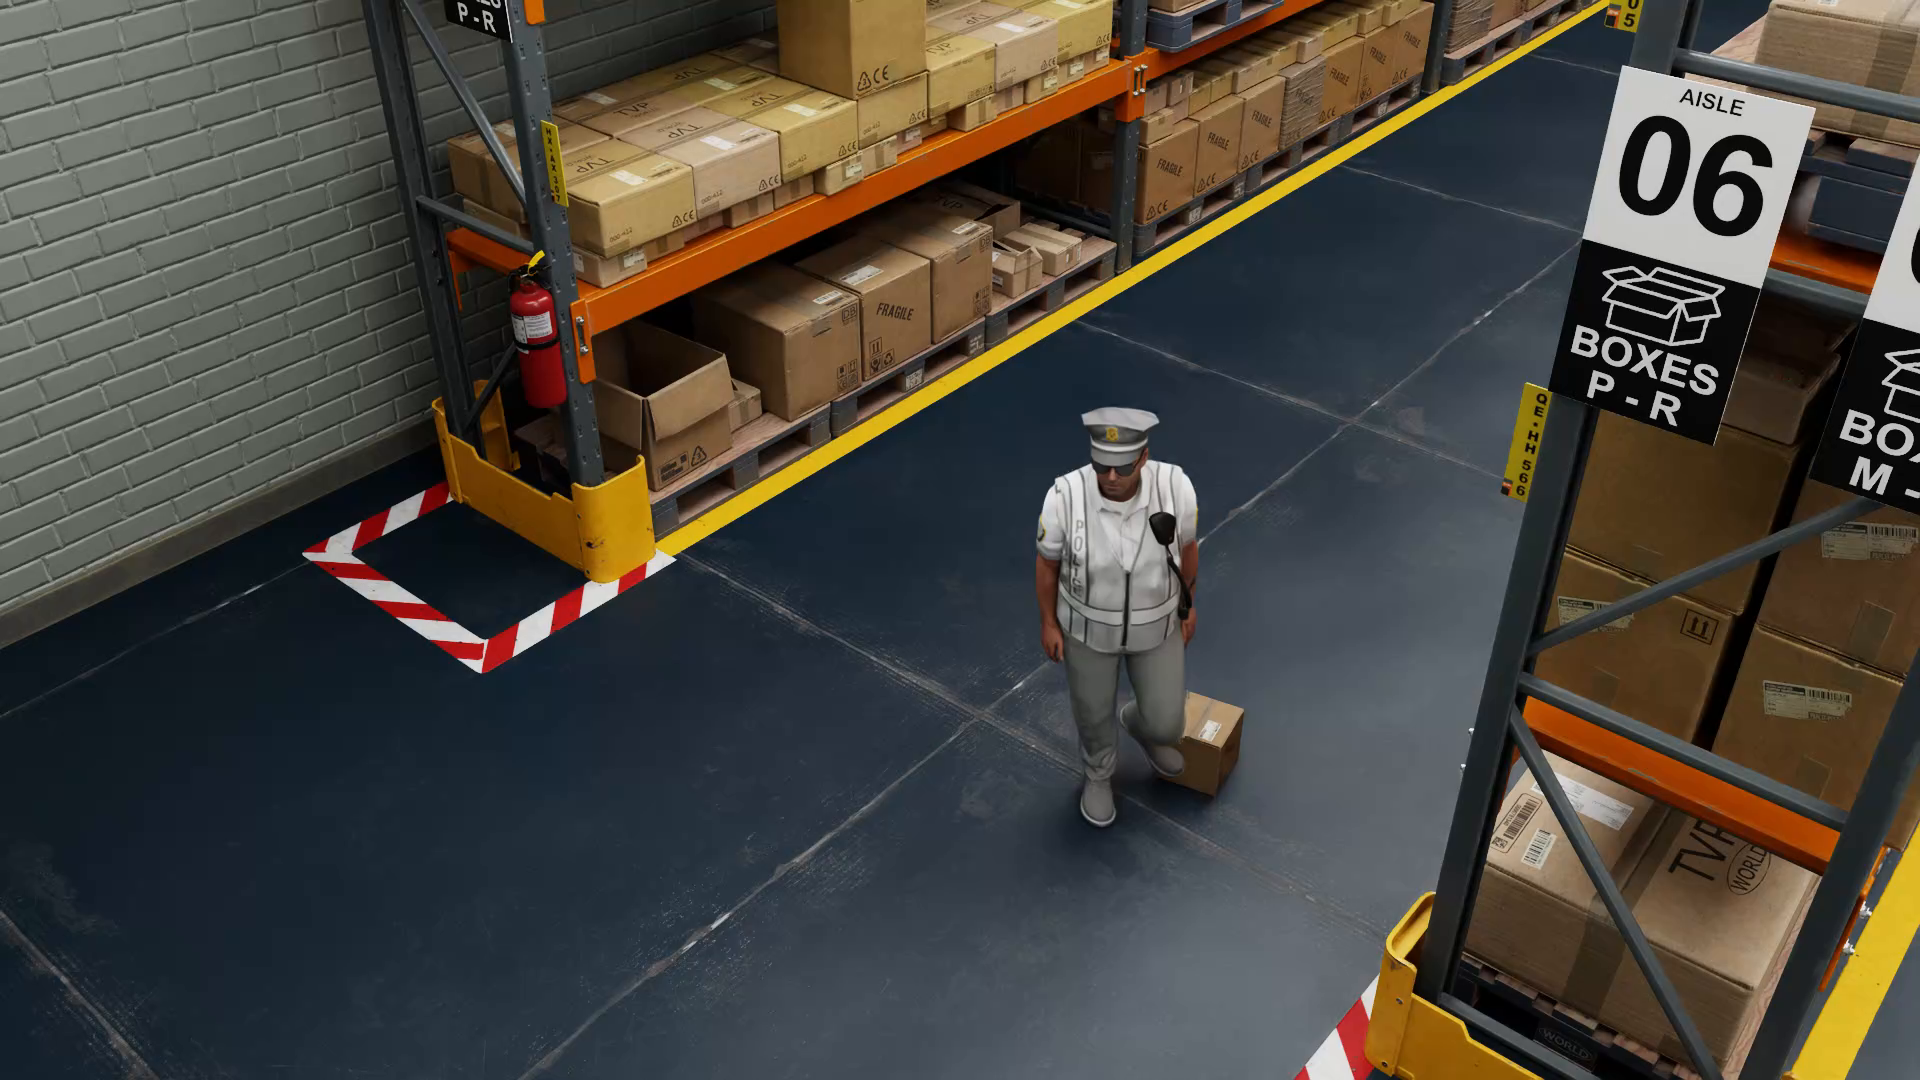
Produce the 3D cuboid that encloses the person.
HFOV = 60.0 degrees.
[{"bbox_3d":[0.553,0.243,5.765,0.595,1.751,0.518,0,35,0],"label":"person"}]
